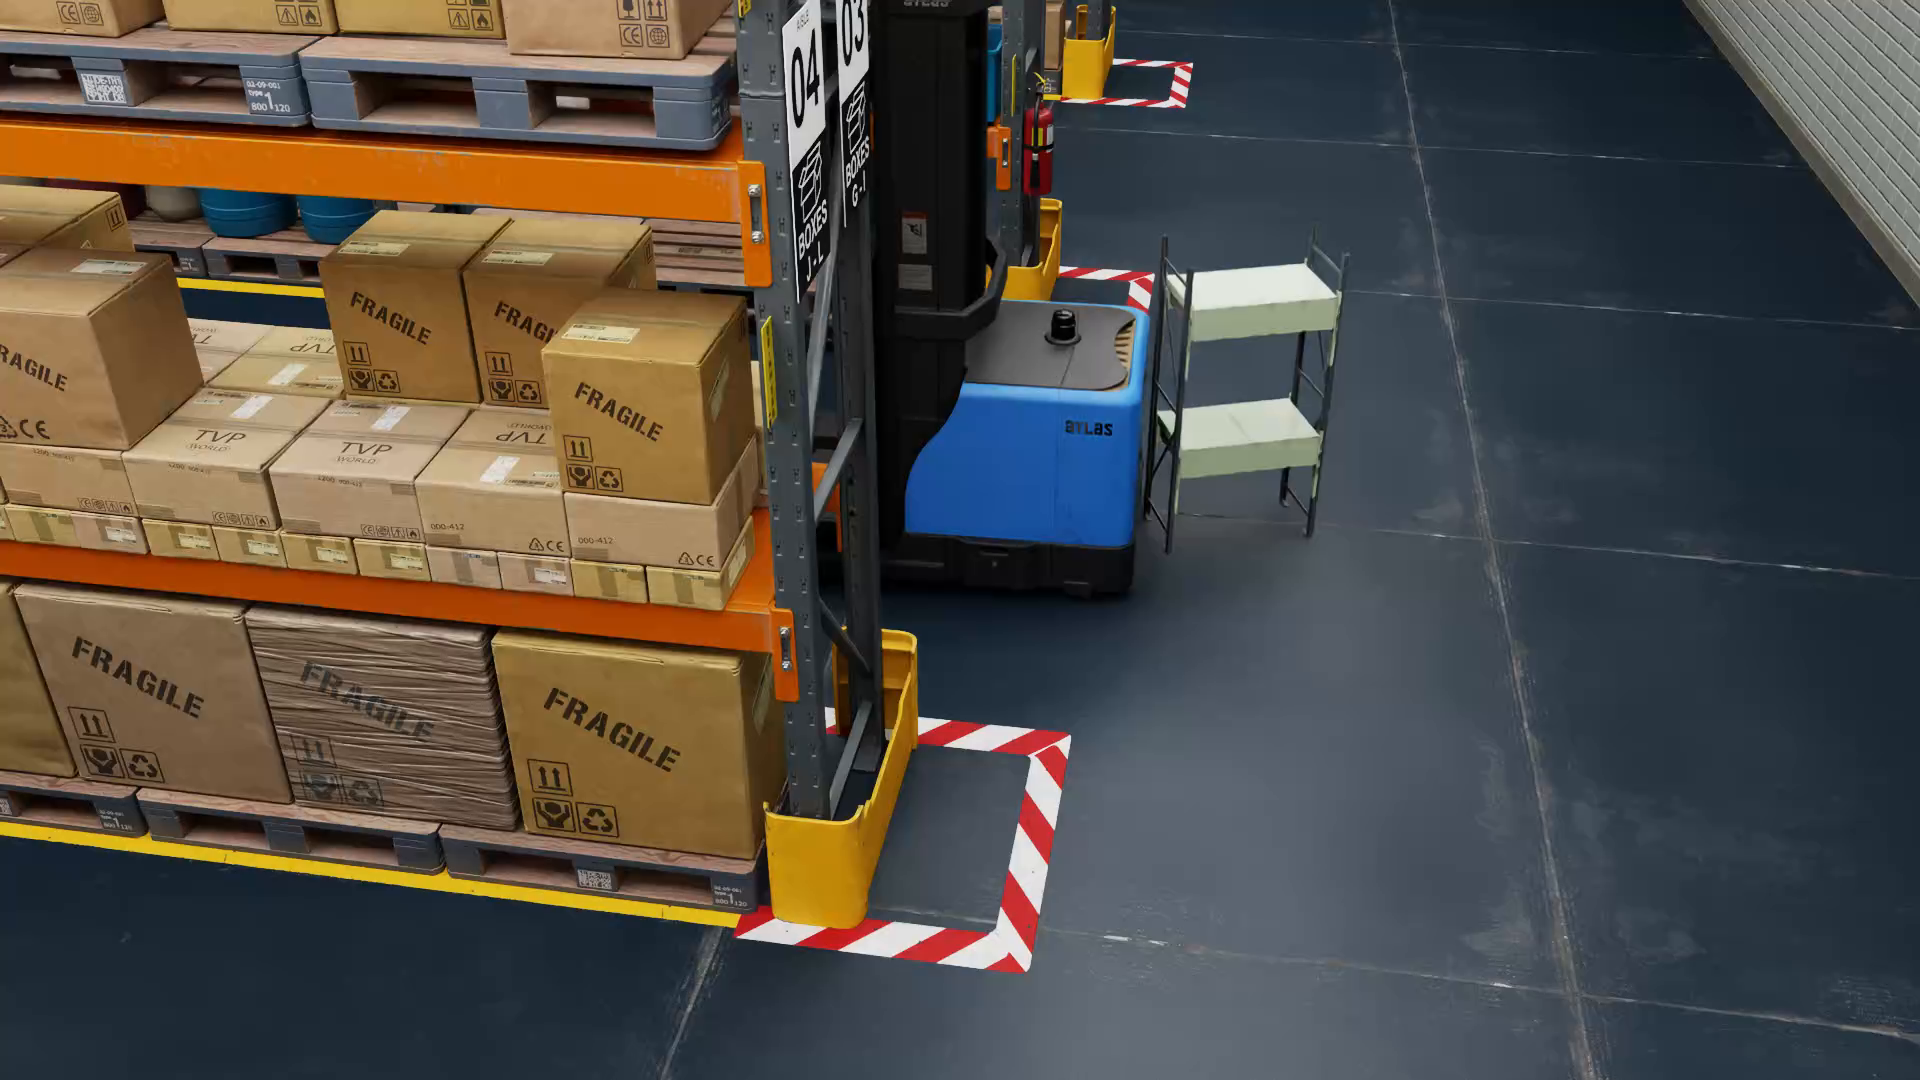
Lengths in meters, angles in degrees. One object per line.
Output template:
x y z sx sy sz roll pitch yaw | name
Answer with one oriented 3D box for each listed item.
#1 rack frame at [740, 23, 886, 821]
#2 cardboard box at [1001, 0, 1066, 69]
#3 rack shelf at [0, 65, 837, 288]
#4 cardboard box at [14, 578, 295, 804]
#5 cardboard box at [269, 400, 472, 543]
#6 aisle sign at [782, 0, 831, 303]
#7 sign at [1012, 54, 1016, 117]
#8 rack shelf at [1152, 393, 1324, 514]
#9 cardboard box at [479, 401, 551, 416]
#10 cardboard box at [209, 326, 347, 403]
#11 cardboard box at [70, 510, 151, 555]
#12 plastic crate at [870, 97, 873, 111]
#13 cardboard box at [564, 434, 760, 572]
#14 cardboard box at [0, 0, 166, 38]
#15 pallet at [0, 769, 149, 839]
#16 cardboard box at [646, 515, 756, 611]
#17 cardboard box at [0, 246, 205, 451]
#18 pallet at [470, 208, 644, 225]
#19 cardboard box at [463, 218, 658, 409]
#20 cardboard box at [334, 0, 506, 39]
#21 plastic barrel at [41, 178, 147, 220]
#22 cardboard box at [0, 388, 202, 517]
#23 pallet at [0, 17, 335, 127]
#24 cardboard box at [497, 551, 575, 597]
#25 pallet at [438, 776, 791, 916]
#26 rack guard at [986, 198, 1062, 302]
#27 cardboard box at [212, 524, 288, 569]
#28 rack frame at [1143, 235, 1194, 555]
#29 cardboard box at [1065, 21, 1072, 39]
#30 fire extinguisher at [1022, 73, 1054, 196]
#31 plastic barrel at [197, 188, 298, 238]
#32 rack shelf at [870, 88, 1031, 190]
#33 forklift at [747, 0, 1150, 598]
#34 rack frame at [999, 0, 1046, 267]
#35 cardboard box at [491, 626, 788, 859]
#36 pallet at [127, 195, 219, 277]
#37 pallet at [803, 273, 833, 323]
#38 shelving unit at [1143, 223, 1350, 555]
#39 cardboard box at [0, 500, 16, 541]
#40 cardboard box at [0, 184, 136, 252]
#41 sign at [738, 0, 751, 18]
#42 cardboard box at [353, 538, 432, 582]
-0.455 -0.184 5.716 0.127 3.000 1.000 5 32 8 | rack frame
0.638 -4.411 14.411 0.500 0.500 0.500 5 32 8 | cardboard box
-2.426 -1.329 5.397 4.000 0.370 1.077 5 32 8 | rack shelf
-2.873 0.363 6.450 0.875 0.875 0.875 5 32 8 | cardboard box
-1.979 -0.242 5.670 0.500 0.250 0.500 4 32 7 | cardboard box
-0.434 -1.122 4.766 0.004 0.787 0.394 5 32 8 | aisle sign
0.302 -2.554 9.350 0.005 0.325 0.100 5 32 8 | sign
1.341 -0.429 8.136 0.720 0.370 0.431 -6 33 -10 | rack shelf
-1.396 -0.473 6.040 0.500 0.250 0.500 5 32 8 | cardboard box
-2.406 -0.564 6.185 0.500 0.250 0.500 5 32 7 | cardboard box
-2.884 -0.118 5.849 0.250 0.149 0.380 6 32 9 | cardboard box
-0.456 -2.666 9.874 0.243 0.136 0.396 5 32 8 | plastic crate
-0.977 -0.151 5.525 0.500 0.250 0.500 5 32 7 | cardboard box
-2.595 -1.865 4.991 0.500 0.500 0.700 7 33 10 | cardboard box
-3.661 0.750 6.853 1.213 0.211 1.003 5 32 8 | pallet
-0.861 0.063 5.559 0.250 0.149 0.380 6 33 9 | cardboard box
-2.971 -0.653 5.620 0.500 0.500 0.500 4 32 7 | cardboard box
-2.833 -1.904 11.093 1.213 0.211 1.003 5 32 8 | pallet
-1.375 -0.793 5.844 0.500 0.500 0.500 4 32 7 | cardboard box
-1.511 -1.850 4.966 0.500 0.500 0.700 4 32 6 | cardboard box
-5.909 -2.509 11.307 0.708 0.588 0.600 5 32 8 | plastic barrel
-2.978 -0.334 5.818 0.500 0.250 0.500 6 33 9 | cardboard box
-2.394 -1.586 5.213 1.213 0.211 1.003 5 32 8 | pallet
-1.366 0.018 5.631 0.250 0.149 0.380 5 32 8 | cardboard box
-1.256 0.968 6.505 1.213 0.211 1.003 5 32 8 | pallet
0.405 -1.719 10.525 0.348 0.500 1.175 5 32 8 | rack guard
-2.368 -0.073 5.777 0.250 0.149 0.380 6 33 9 | cardboard box
0.983 -0.666 7.900 0.023 1.500 0.400 -6 33 -10 | rack frame
0.861 -4.560 14.980 0.250 0.149 0.380 5 32 8 | cardboard box
0.451 -2.332 9.573 0.183 0.674 0.296 5 32 8 | fire extinguisher
-4.796 -2.540 11.063 0.708 0.901 0.600 5 32 8 | plastic barrel
-1.593 -2.648 10.331 4.000 0.370 1.077 5 32 8 | rack shelf
-0.631 -1.319 7.595 3.031 2.935 1.130 4 32 7 | forklift
0.379 -2.774 9.855 0.127 3.000 1.000 5 32 8 | rack frame
-1.099 0.524 6.193 0.875 0.875 0.875 5 32 8 | cardboard box
-5.524 -2.148 11.482 1.213 0.211 1.003 5 32 8 | pallet
-0.428 -1.686 10.745 1.213 0.211 1.003 5 32 8 | pallet
1.341 -0.705 7.963 0.755 1.500 0.431 -6 33 -10 | shelving unit
-3.384 -0.165 5.923 0.250 0.149 0.380 4 32 7 | cardboard box
-3.406 -0.973 6.132 0.500 0.500 0.500 5 32 9 | cardboard box
-0.560 -1.514 4.255 0.005 0.325 0.100 5 32 8 | sign
-1.868 -0.027 5.703 0.250 0.149 0.380 4 32 7 | cardboard box
